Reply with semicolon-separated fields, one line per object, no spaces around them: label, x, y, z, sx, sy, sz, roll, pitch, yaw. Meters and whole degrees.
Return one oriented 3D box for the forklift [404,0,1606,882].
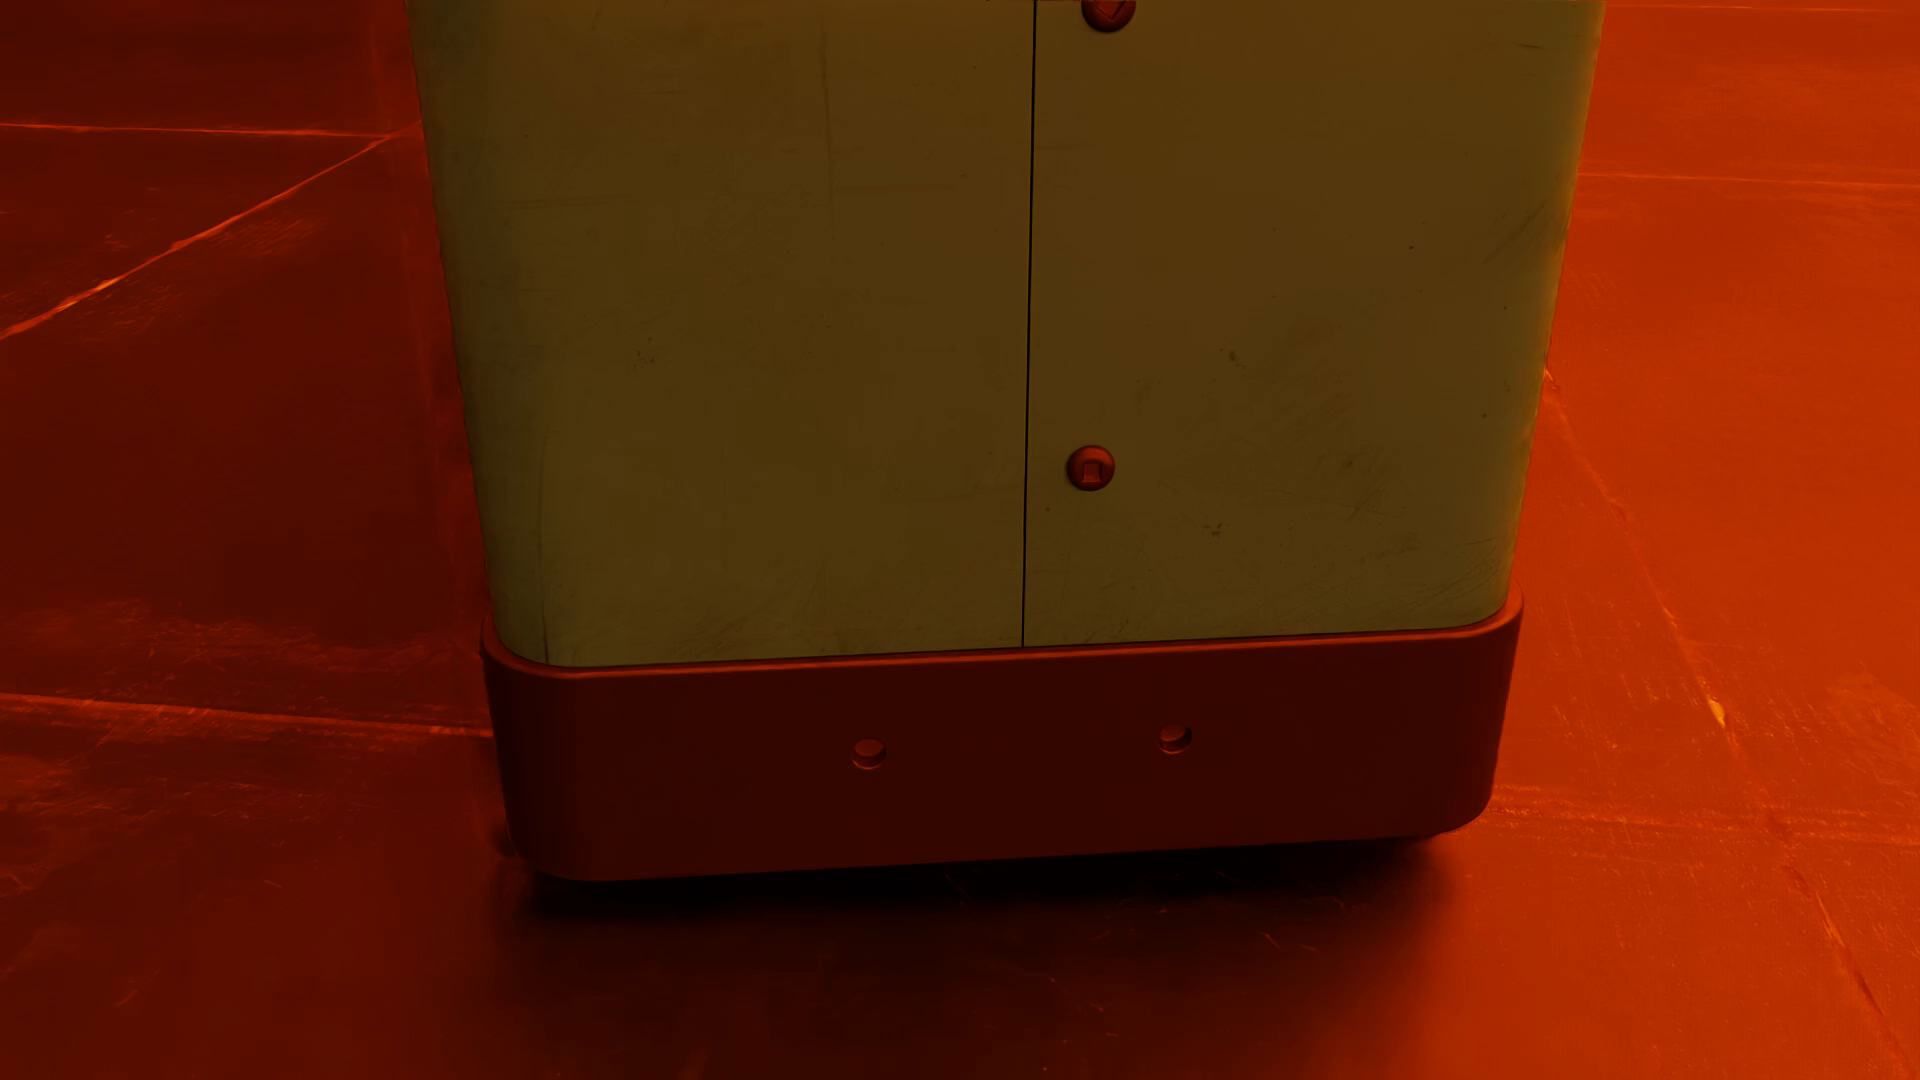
forklift;-0.074;-1.596;2.417;1.130;2.935;3.031;-2;27;-5
